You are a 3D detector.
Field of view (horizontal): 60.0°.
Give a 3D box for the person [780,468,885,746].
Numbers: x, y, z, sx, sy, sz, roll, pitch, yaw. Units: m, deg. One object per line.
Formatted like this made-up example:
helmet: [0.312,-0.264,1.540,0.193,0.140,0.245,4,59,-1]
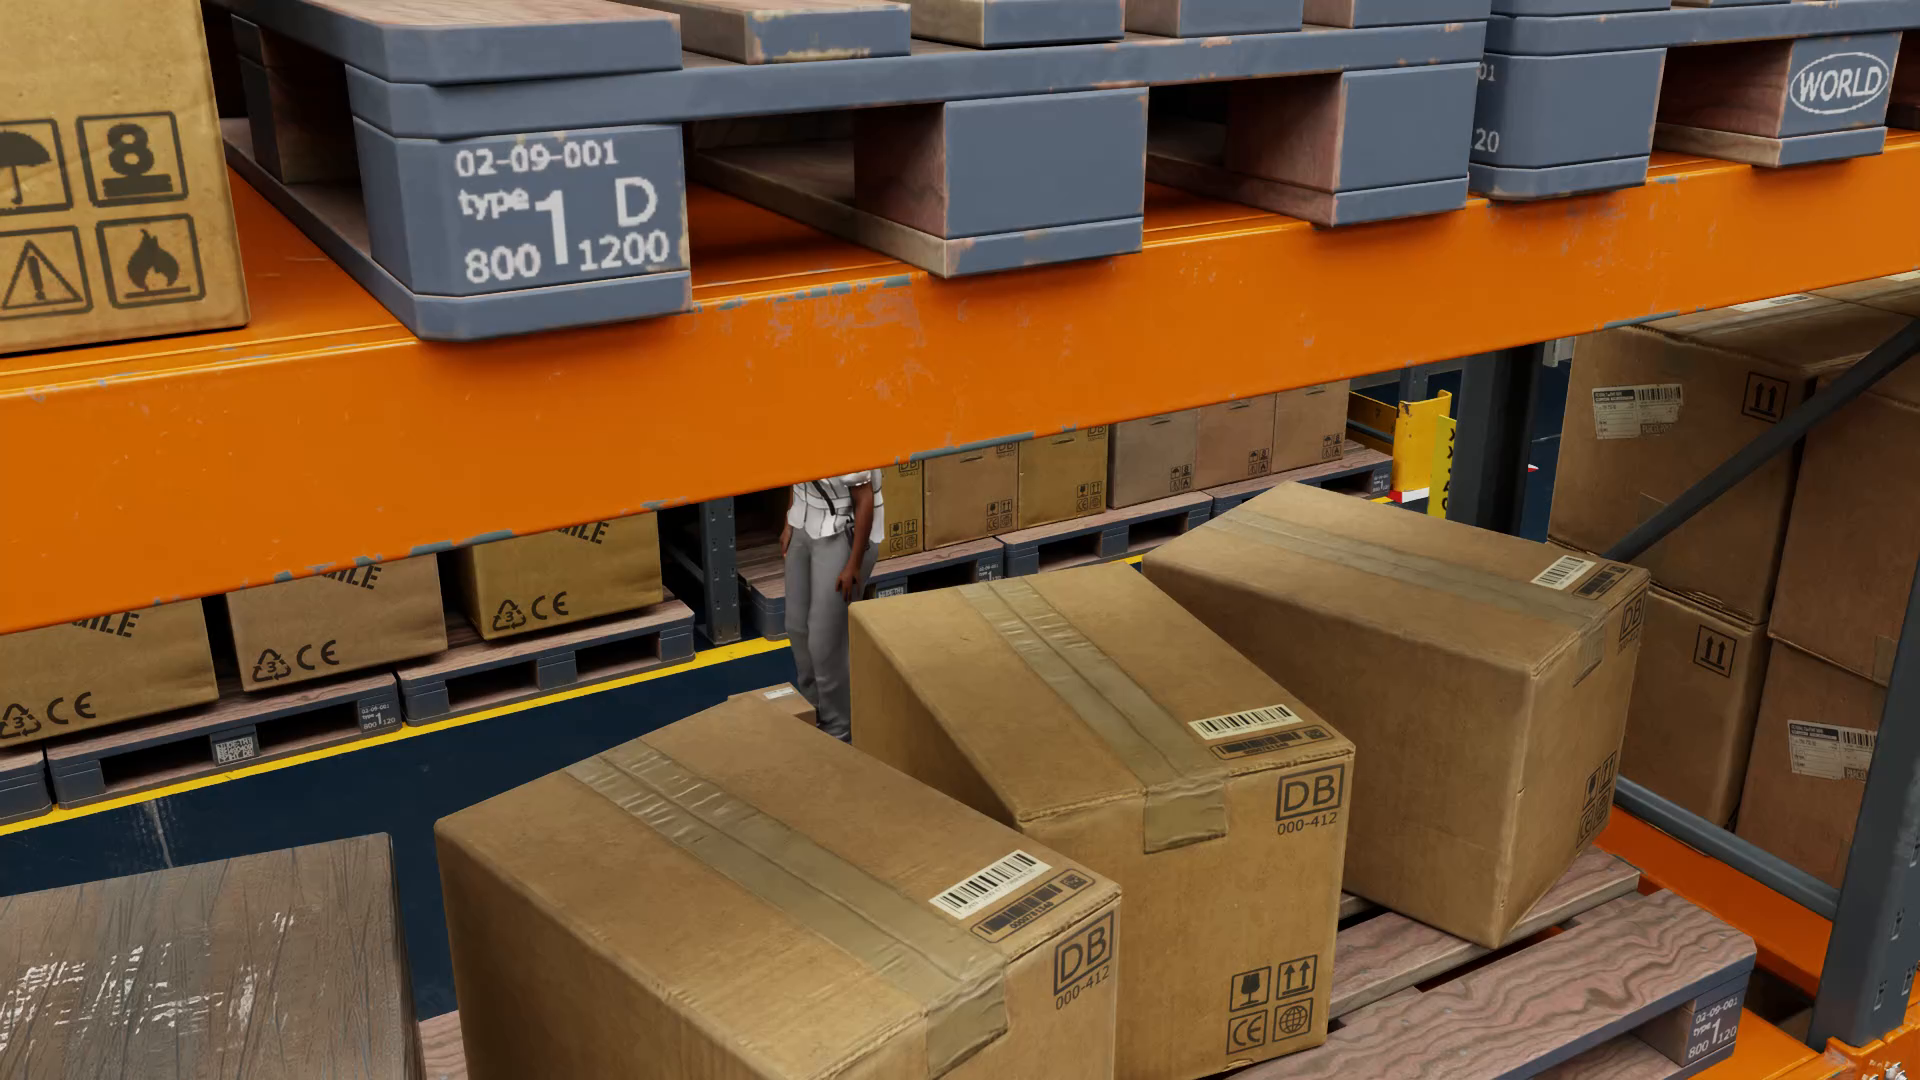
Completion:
person: [-0.511,0.018,6.045,0.428,1.659,0.529,-14,26,-31]
